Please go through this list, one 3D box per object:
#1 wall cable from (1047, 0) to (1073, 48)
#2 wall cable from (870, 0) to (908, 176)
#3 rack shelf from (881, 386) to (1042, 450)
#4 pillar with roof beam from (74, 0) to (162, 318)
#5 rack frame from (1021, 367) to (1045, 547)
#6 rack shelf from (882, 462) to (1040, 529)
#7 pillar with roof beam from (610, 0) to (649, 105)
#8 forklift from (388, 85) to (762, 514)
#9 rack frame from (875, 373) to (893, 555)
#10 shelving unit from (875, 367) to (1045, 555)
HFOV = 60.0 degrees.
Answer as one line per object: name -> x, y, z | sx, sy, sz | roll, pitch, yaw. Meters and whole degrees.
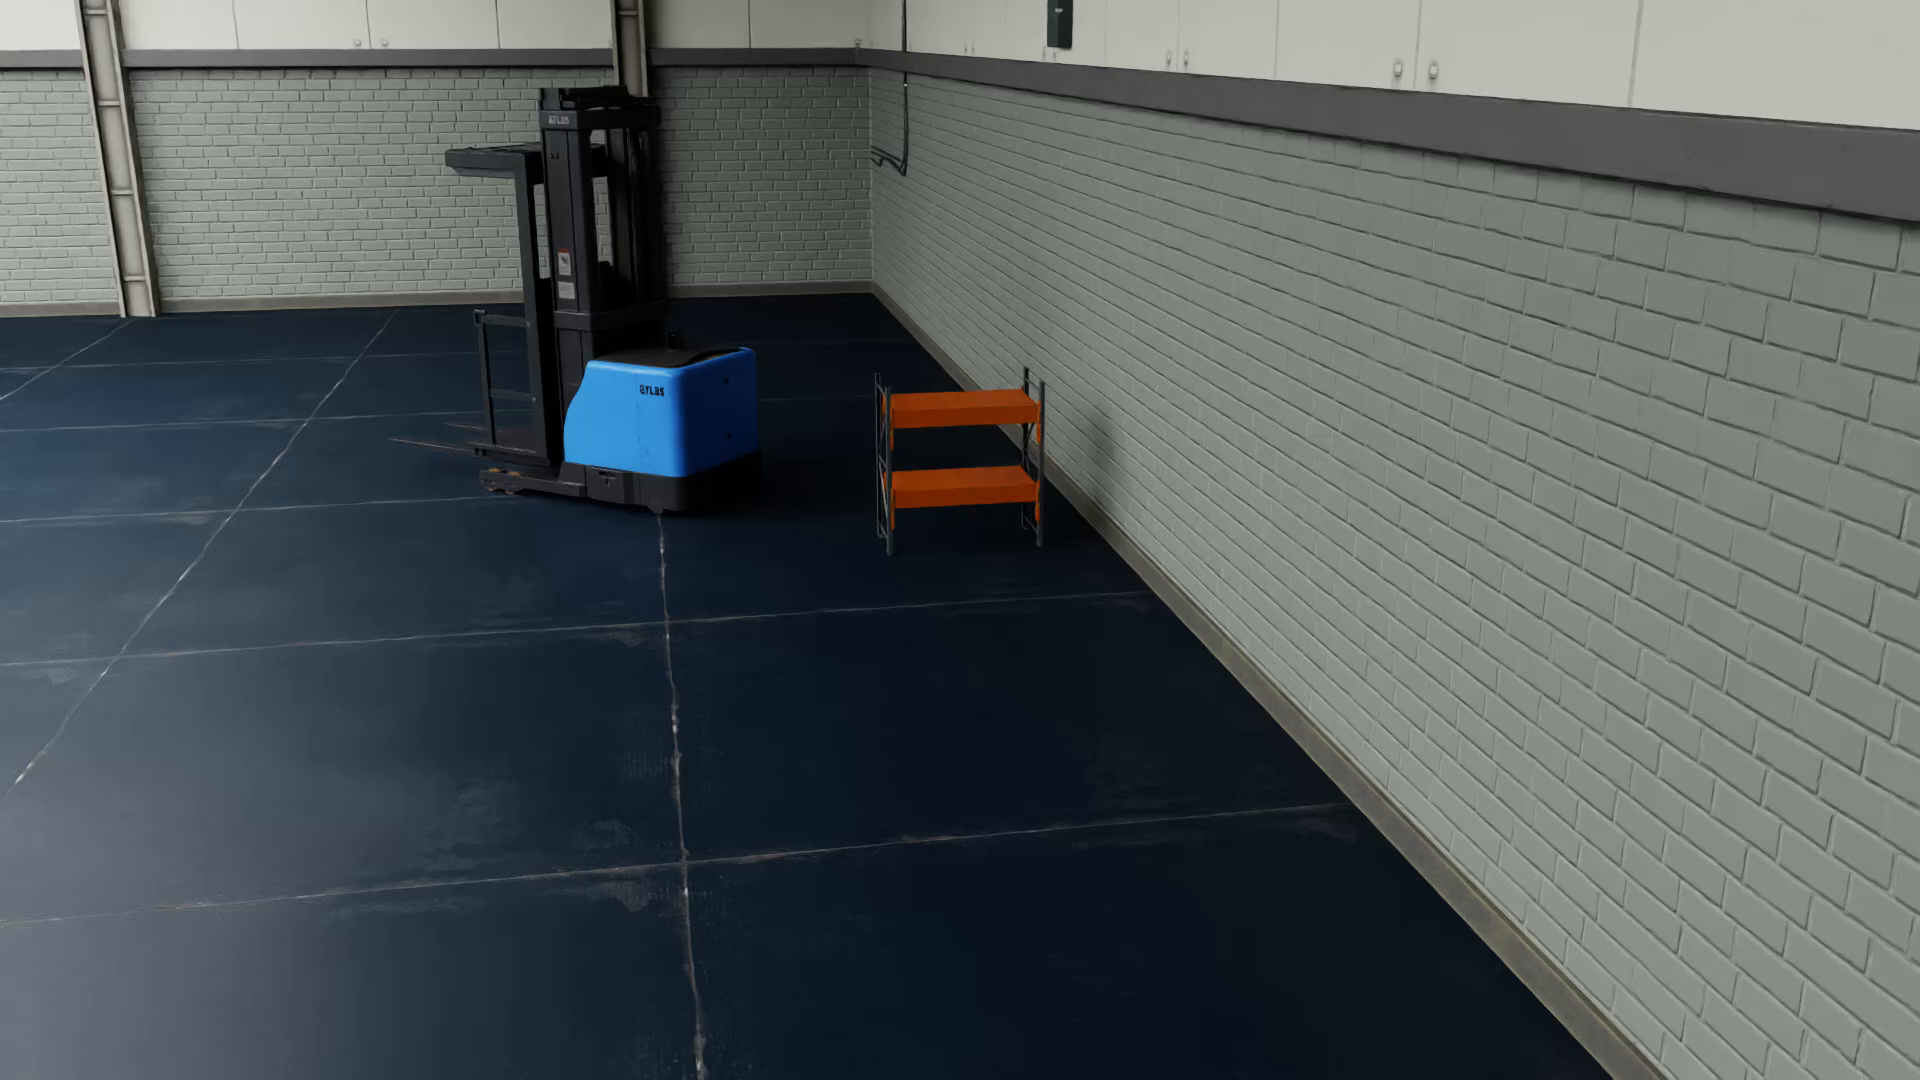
wall cable -> 0.871, -6.043, 9.867 | 0.169, 6.003, 2.305 | -3, 17, -10
wall cable -> -0.914, -5.671, 19.736 | 0.112, 2.526, 3.097 | -3, 17, -10
rack shelf -> -0.007, -0.817, 11.059 | 1.000, 0.278, 0.538 | -3, 17, -10
pillar with roof beam -> -9.132, -5.797, 14.858 | 0.400, 9.000, 9.100 | -3, 17, -10
rack frame -> 0.492, -0.566, 11.238 | 0.032, 1.125, 0.500 | -3, 17, -10
rack shelf -> -0.007, -0.304, 11.217 | 1.000, 0.278, 0.538 | -3, 17, -10
pillar with roof beam -> -3.241, -6.131, 15.946 | 0.400, 9.000, 9.100 | -3, 17, -10
forklift -> -3.038, -1.871, 12.411 | 3.031, 2.935, 1.130 | 9, 19, 26
rack frame -> -0.506, -0.509, 11.053 | 0.032, 1.125, 0.500 | -3, 17, -10
shelving unit -> -0.007, -0.537, 11.145 | 1.048, 1.125, 0.538 | -3, 17, -10
